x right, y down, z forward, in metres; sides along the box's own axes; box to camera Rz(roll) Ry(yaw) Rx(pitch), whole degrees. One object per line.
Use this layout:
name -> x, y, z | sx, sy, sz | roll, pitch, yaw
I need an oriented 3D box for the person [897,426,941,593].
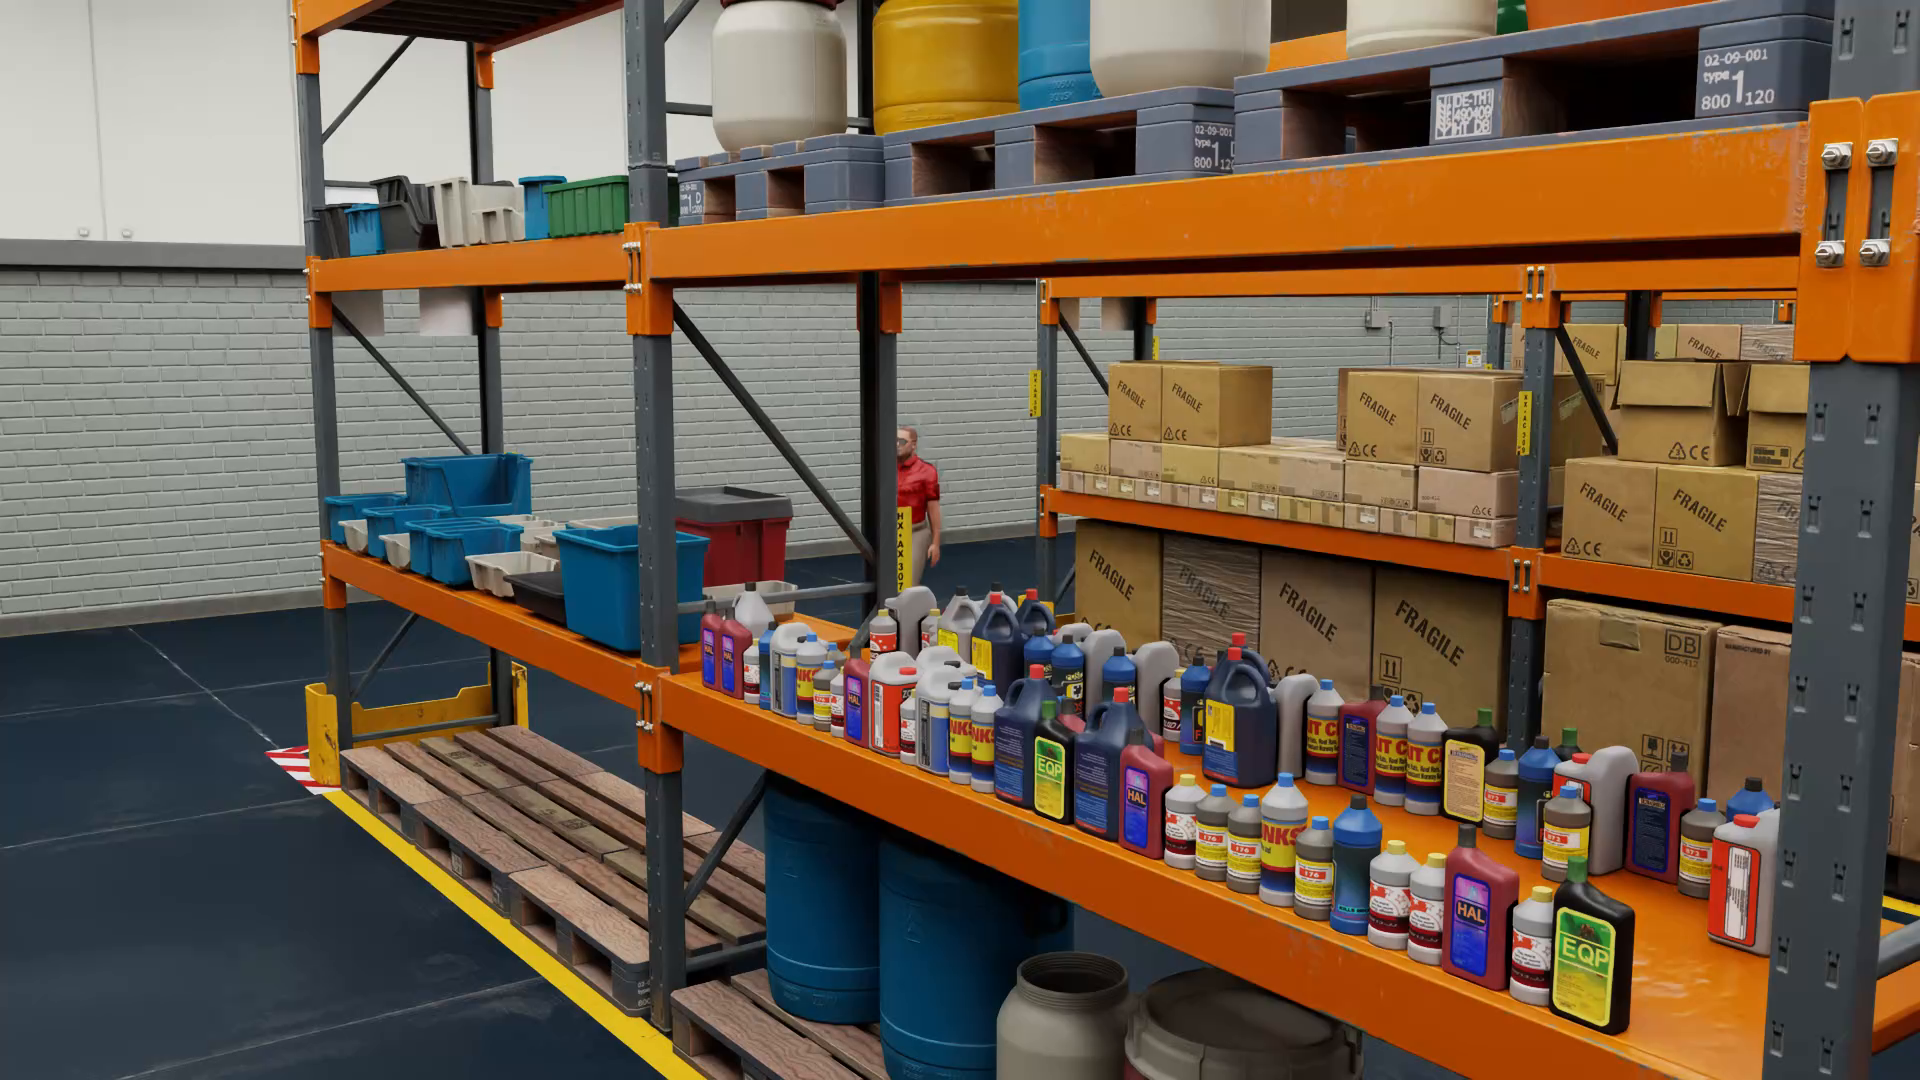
person -> -0.465, 0.020, 12.182 | 0.544, 1.701, 0.837 | 5, 9, 35
